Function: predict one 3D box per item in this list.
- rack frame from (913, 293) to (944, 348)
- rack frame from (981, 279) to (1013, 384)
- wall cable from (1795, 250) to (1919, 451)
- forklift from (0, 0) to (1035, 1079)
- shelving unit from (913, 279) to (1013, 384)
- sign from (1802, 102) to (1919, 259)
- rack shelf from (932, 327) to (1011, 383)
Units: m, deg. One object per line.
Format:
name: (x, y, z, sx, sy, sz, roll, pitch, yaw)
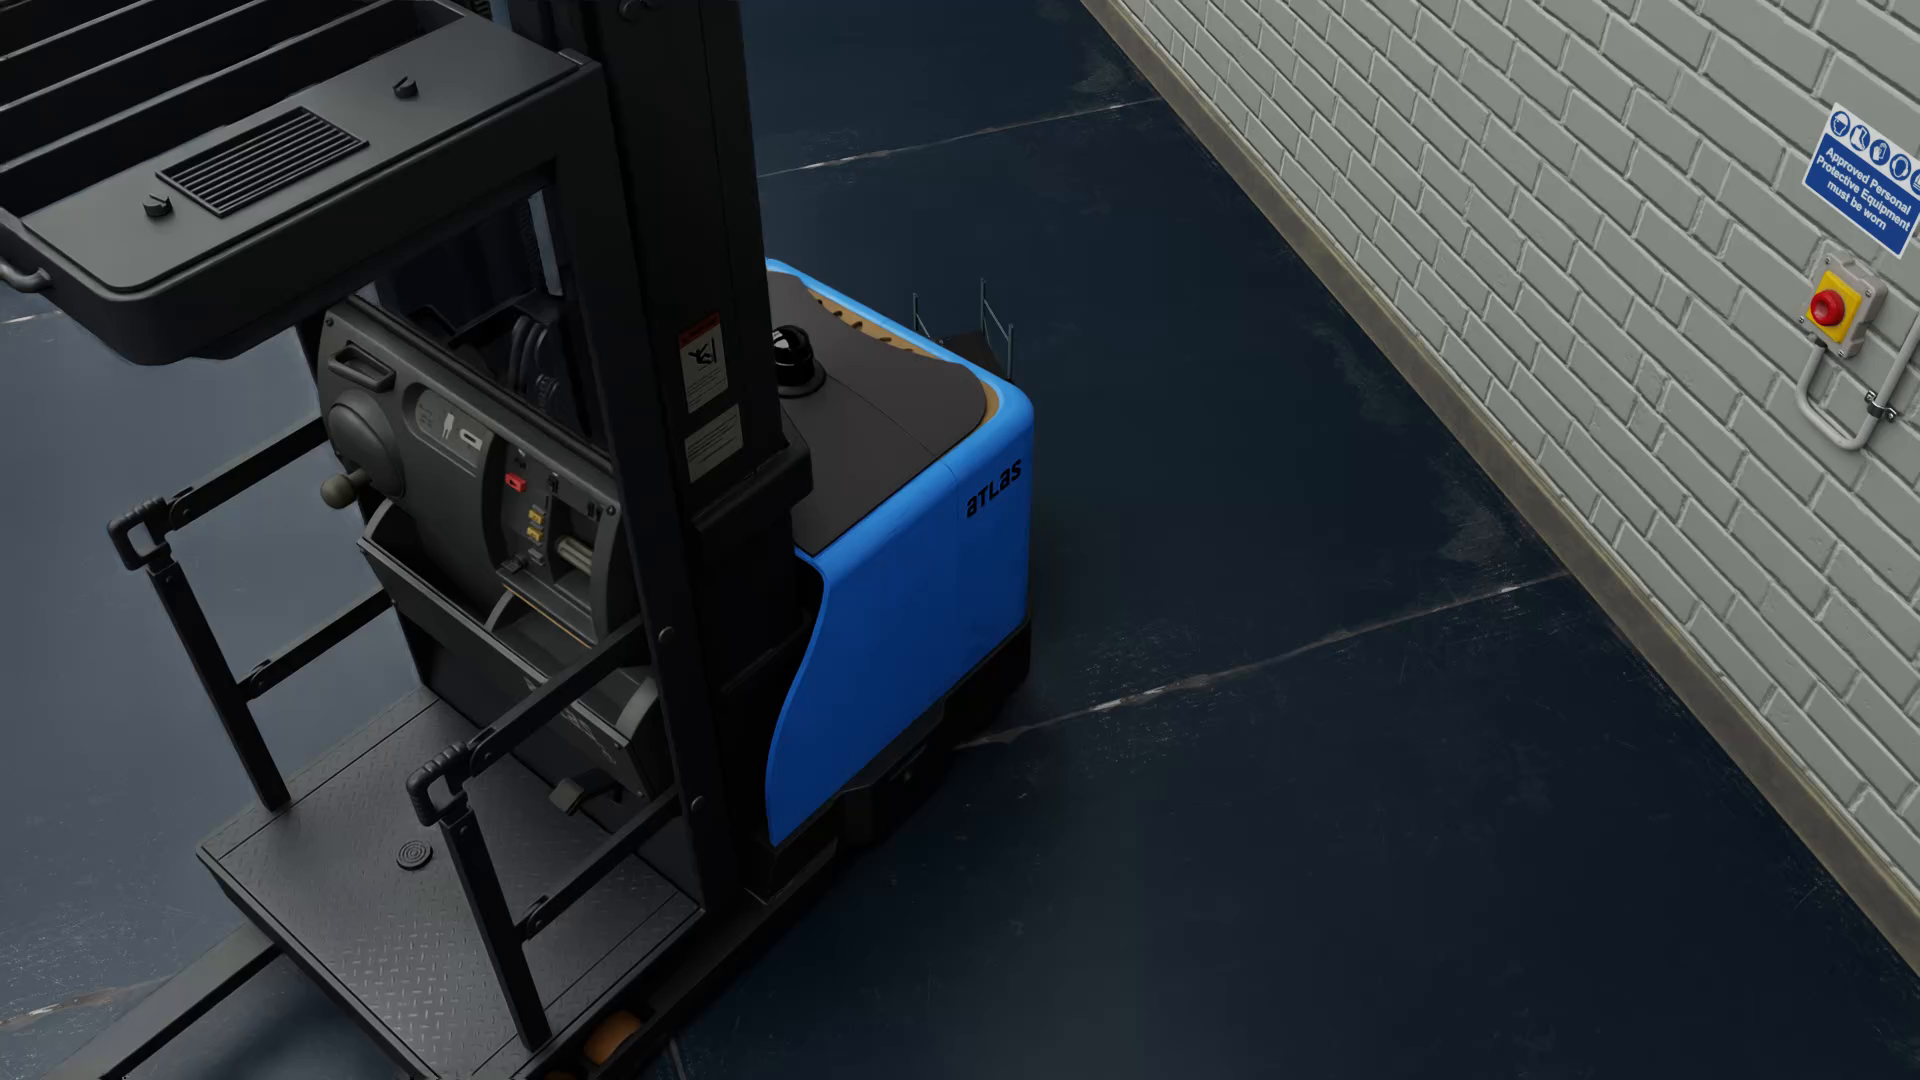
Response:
rack frame: (-0.088, -0.295, 4.909, 0.006, 0.900, 0.240, -14, 47, -14)
rack frame: (0.103, -0.344, 4.958, 0.006, 0.900, 0.240, -14, 47, -14)
wall cable: (2.006, -1.039, 3.429, 0.123, 1.953, 0.585, -14, 47, -14)
forklift: (-1.134, -0.053, 3.233, 1.130, 2.935, 3.031, 31, 53, 27)
shelving unit: (0.008, -0.320, 4.933, 0.210, 0.900, 0.258, -14, 47, -14)
sign: (2.047, -0.812, 3.751, 0.001, 0.218, 0.327, -14, 47, -14)
rack shelf: (0.008, -0.487, 4.766, 0.200, 0.077, 0.258, -14, 47, -14)
